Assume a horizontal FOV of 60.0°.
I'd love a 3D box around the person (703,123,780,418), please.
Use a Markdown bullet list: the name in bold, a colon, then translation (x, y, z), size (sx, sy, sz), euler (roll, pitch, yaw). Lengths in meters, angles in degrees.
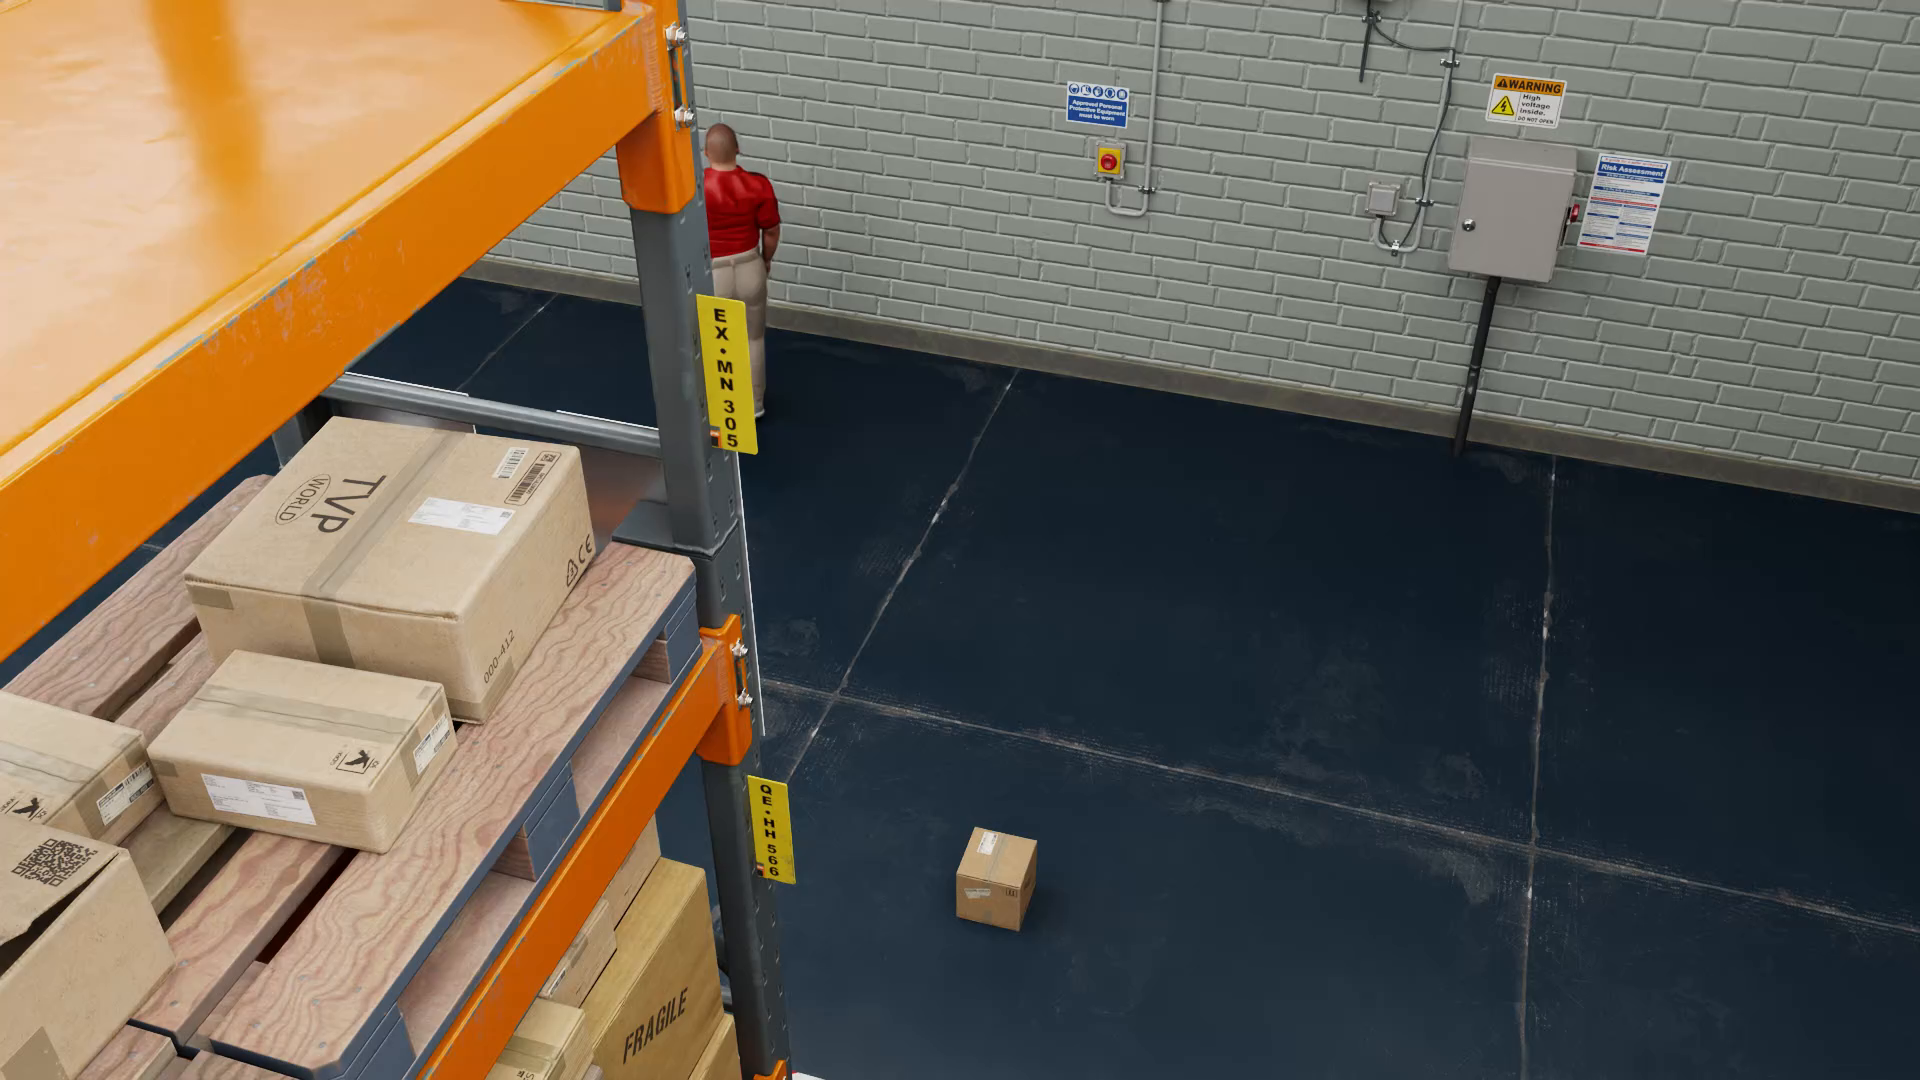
- **person**: translation (-1.232, -1.359, 8.741), size (0.584, 1.805, 0.451), euler (-15, 39, -19)
